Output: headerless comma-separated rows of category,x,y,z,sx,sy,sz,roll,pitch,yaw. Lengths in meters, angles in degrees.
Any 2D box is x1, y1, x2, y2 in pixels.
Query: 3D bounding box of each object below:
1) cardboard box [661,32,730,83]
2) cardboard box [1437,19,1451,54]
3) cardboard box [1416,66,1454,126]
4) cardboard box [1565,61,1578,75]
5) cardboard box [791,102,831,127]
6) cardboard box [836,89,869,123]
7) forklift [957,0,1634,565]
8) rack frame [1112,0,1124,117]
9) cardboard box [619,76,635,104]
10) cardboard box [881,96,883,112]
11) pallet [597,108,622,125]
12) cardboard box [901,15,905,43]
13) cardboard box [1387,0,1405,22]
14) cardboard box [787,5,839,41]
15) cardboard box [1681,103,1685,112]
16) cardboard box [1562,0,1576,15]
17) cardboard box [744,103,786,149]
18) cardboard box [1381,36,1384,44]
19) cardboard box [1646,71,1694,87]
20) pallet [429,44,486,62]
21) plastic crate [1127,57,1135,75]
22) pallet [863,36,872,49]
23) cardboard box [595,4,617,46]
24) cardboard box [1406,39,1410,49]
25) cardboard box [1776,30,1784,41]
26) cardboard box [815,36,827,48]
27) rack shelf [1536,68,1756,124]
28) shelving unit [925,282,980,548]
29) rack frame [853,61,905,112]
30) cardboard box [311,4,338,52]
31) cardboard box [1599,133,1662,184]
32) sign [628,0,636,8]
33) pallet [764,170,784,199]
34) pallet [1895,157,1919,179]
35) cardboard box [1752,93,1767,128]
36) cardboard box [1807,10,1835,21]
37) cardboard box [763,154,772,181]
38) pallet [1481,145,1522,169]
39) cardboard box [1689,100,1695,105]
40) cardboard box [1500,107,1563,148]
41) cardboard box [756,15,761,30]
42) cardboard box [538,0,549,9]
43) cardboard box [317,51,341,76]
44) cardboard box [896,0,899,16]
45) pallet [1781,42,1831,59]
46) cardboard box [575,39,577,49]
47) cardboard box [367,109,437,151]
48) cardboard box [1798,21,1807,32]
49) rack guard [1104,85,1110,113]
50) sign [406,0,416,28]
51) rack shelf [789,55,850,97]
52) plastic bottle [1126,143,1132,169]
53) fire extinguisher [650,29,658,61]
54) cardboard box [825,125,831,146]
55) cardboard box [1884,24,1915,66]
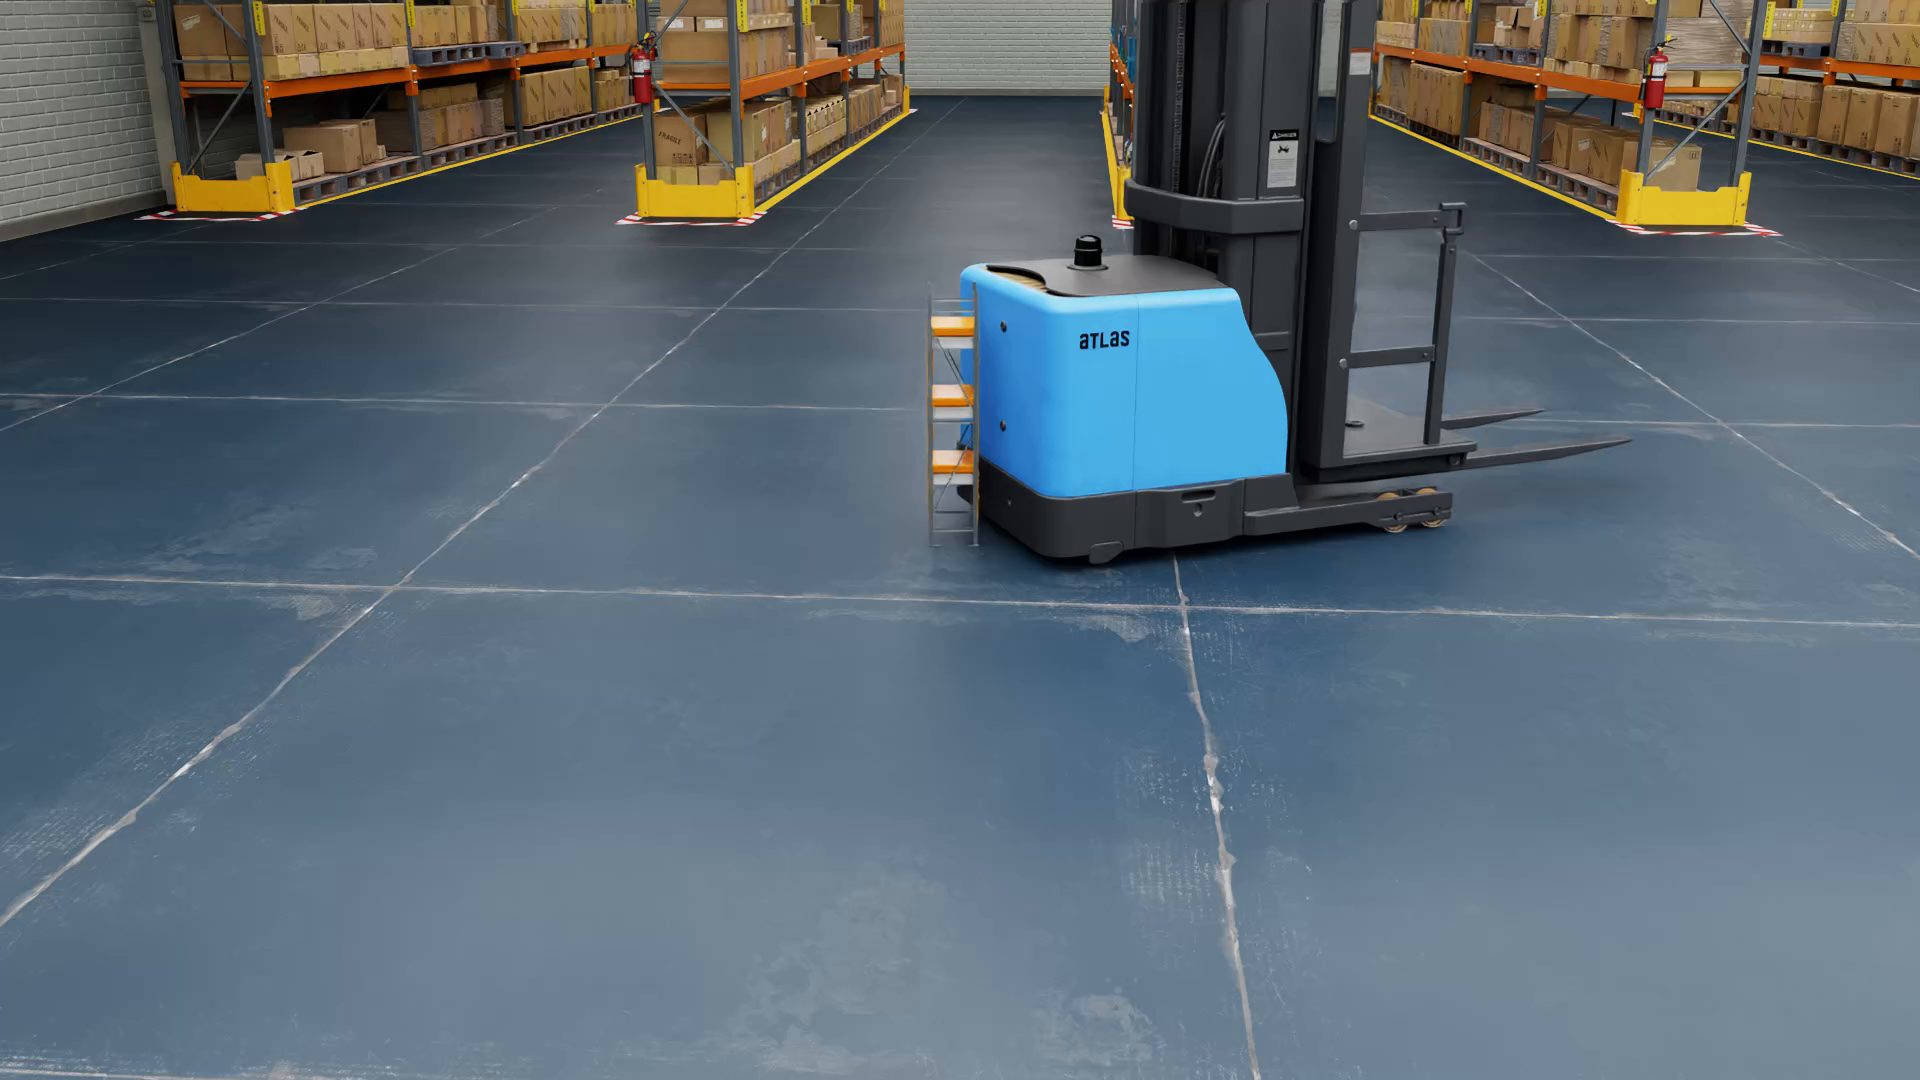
cardboard box,-2.671,-4.979,17.139,0.700,0.500,0.500,1,18,4
cardboard box,7.638,-7.729,25.533,0.500,0.500,0.500,2,18,5
cardboard box,7.935,-7.004,26.219,1.225,0.875,0.875,1,18,2
cardboard box,7.046,-5.317,18.735,0.380,0.149,0.250,1,18,4
cardboard box,-2.043,-5.788,22.612,0.500,0.311,0.500,2,18,5
cardboard box,-1.721,-6.908,26.495,0.500,0.500,0.500,1,18,2
forklift,1.557,-1.568,7.001,3.031,2.935,1.130,-7,19,-20
rack frame,3.084,-8.402,27.746,1.000,3.000,0.127,1,18,4
cardboard box,-6.497,-8.502,31.392,0.700,0.500,0.500,1,18,4
cardboard box,-1.611,-7.570,28.821,0.500,0.311,0.500,1,18,4
pallet,-6.665,-7.532,29.571,1.003,0.211,1.213,1,18,4
cardboard box,-1.330,-9.658,31.420,0.500,0.500,0.500,2,18,6
cardboard box,7.940,-9.501,29.659,0.500,0.500,0.500,1,18,2
cardboard box,-2.211,-7.716,24.820,0.700,0.500,0.500,-5,19,-15
cardboard box,12.812,-7.524,28.972,0.380,0.149,0.250,2,18,5
cardboard box,7.130,-6.181,18.725,0.500,0.500,0.500,1,18,4
cardboard box,-2.325,-4.819,19.349,0.500,0.500,0.500,1,18,4
cardboard box,7.921,-9.152,30.440,0.380,0.149,0.250,1,18,3
cardboard box,6.978,-4.538,16.358,0.380,0.149,0.250,1,18,4
pallet,-7.186,-6.674,22.781,1.003,0.211,1.213,1,18,4
plastic crate,2.013,-4.968,17.505,0.499,0.251,0.408,1,18,4
pallet,-2.023,-8.176,27.367,1.003,0.211,1.213,1,18,4
cardboard box,-6.685,-9.160,29.579,0.980,0.700,0.700,1,18,3
cardboard box,7.737,-8.354,28.004,0.380,0.149,0.250,2,18,5
cardboard box,12.331,-7.468,24.627,0.380,0.149,0.250,0,18,1
cardboard box,-2.213,-7.117,23.968,0.500,0.311,0.500,2,18,7
rack shelf,7.307,-4.843,18.043,1.077,0.370,4.000,1,18,4
shelving unit,-0.031,-0.508,6.787,0.215,1.050,0.252,0,18,-1
rack frame,-1.570,-9.756,31.879,1.000,3.000,0.127,1,18,4
cardboard box,-7.235,-5.646,18.340,0.500,0.500,0.500,1,18,2
cardboard box,7.298,-4.150,18.111,0.500,0.500,0.500,3,18,9
sign,-3.257,-5.466,16.546,0.100,0.325,0.005,1,18,4
pallet,-2.614,-4.078,19.028,1.003,0.211,1.213,1,18,4
pallet,12.371,-4.581,20.563,1.003,0.211,1.213,1,18,4
cardboard box,12.586,-6.610,25.618,0.500,0.500,0.500,2,18,5
cardboard box,12.255,-7.432,23.561,0.380,0.149,0.250,1,18,2
cardboard box,-2.388,-4.152,18.517,0.500,0.250,0.500,1,18,4
pallet,7.590,-5.103,22.158,1.003,0.211,1.213,1,18,4
cardboard box,12.793,-7.563,28.614,0.380,0.149,0.250,2,18,5
cardboard box,7.648,-5.513,22.238,0.700,0.500,0.500,3,18,9
cardboard box,-2.384,-5.659,18.175,0.380,0.149,0.250,1,18,3
cardboard box,-6.725,-8.393,25.845,0.500,0.250,0.500,1,18,4
cardboard box,-7.241,-5.298,18.484,0.500,0.250,0.500,1,18,3
cardboard box,-1.395,-9.816,30.296,0.500,0.500,0.500,2,18,5
pallet,12.622,-7.039,23.897,1.213,0.211,1.003,1,18,4
cardboard box,-6.598,-8.243,27.634,0.380,0.149,0.250,2,18,6
cardboard box,-7.335,-5.388,21.858,0.700,0.500,0.500,2,18,6
cardboard box,12.276,-7.375,23.864,0.380,0.149,0.250,2,18,6
rack guard,3.359,-8.464,31.951,1.175,0.500,0.348,1,18,4
sign,-6.830,-6.540,20.674,0.100,0.325,0.005,1,18,4
rack shelf,-2.287,-6.308,22.512,1.077,0.370,4.000,1,18,4
plastic bottle,1.994,-4.435,19.189,0.144,0.351,0.185,1,18,3
fire extinguisher,-6.040,-9.688,32.394,0.296,0.674,0.183,1,18,4
cardboard box,-2.044,-5.519,22.691,0.500,0.250,0.500,2,18,5
cardboard box,12.268,-6.352,21.329,0.500,0.500,0.500,1,18,3
